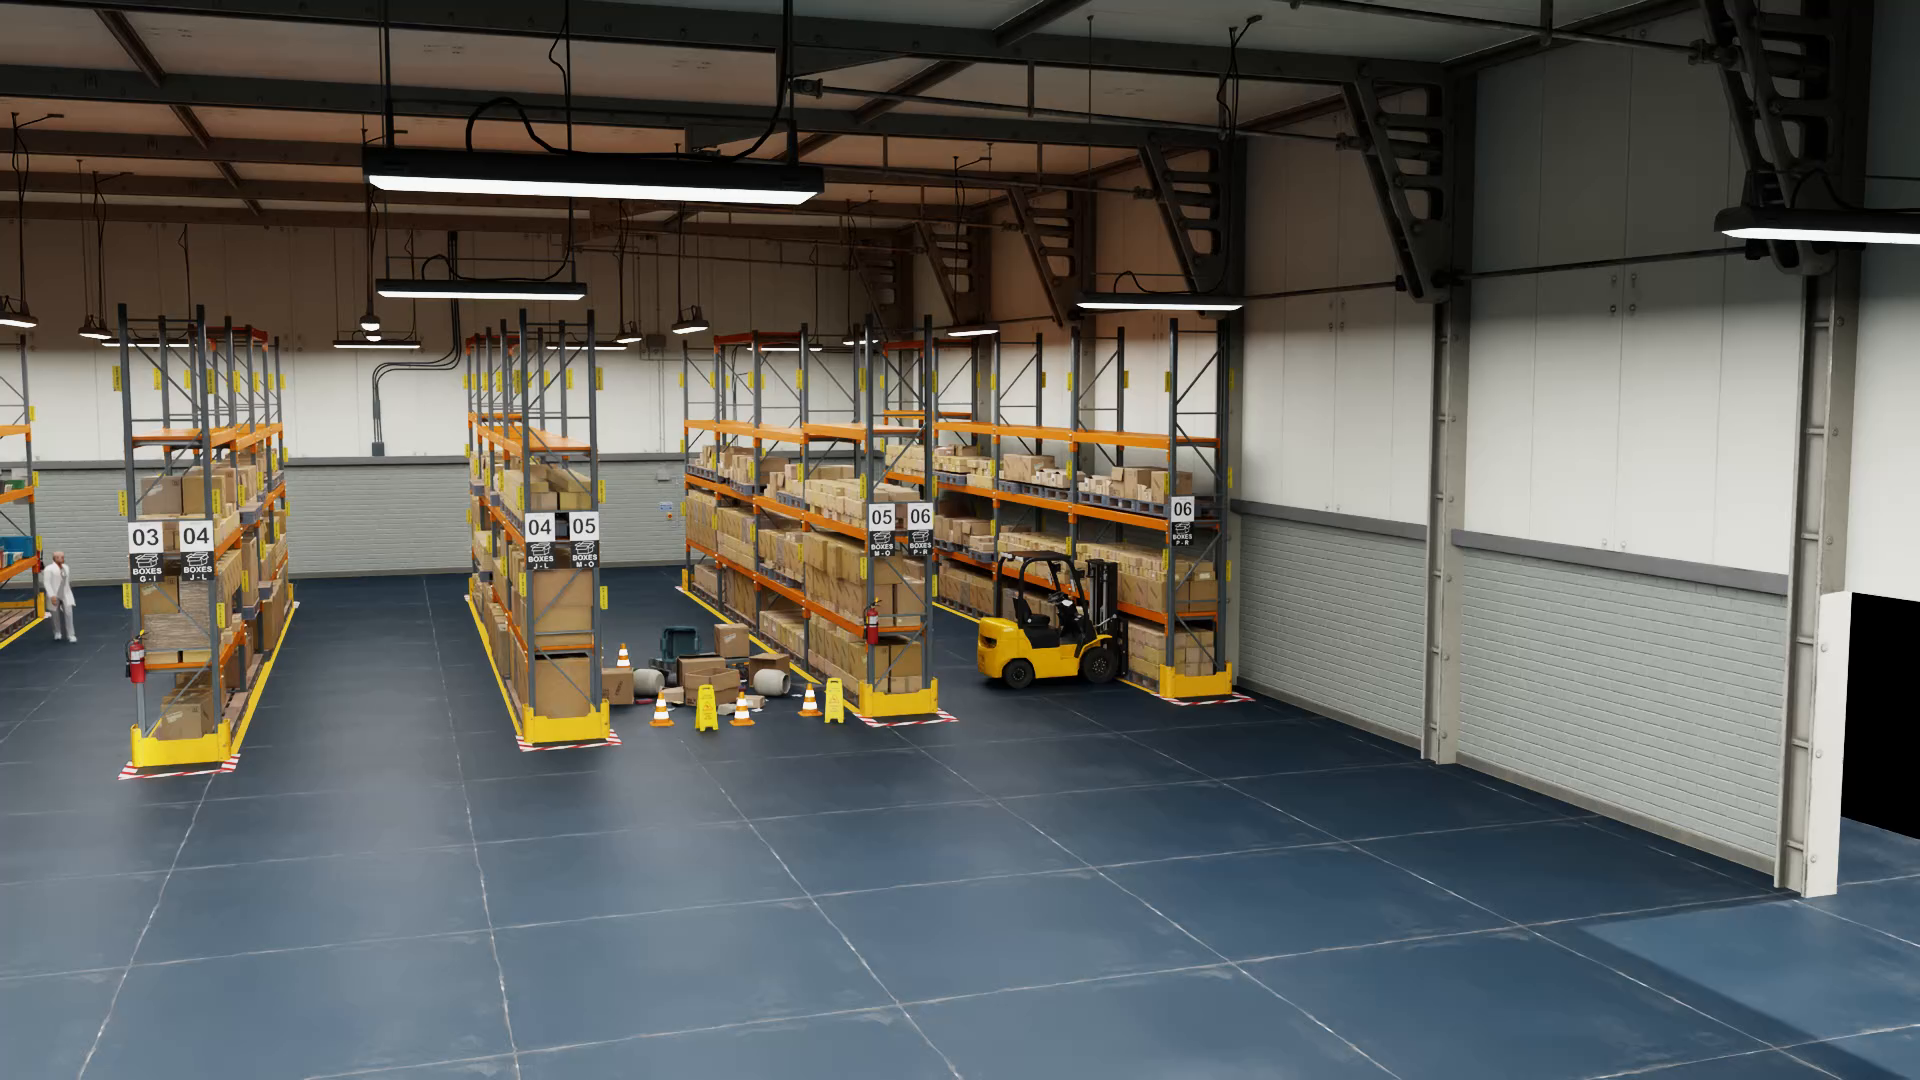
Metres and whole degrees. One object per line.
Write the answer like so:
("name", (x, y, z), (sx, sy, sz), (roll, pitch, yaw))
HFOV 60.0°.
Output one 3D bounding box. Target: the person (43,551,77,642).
("person", (-17.341, 1.080, 31.995), (0.514, 1.719, 1.106), (-4, 7, -34))
